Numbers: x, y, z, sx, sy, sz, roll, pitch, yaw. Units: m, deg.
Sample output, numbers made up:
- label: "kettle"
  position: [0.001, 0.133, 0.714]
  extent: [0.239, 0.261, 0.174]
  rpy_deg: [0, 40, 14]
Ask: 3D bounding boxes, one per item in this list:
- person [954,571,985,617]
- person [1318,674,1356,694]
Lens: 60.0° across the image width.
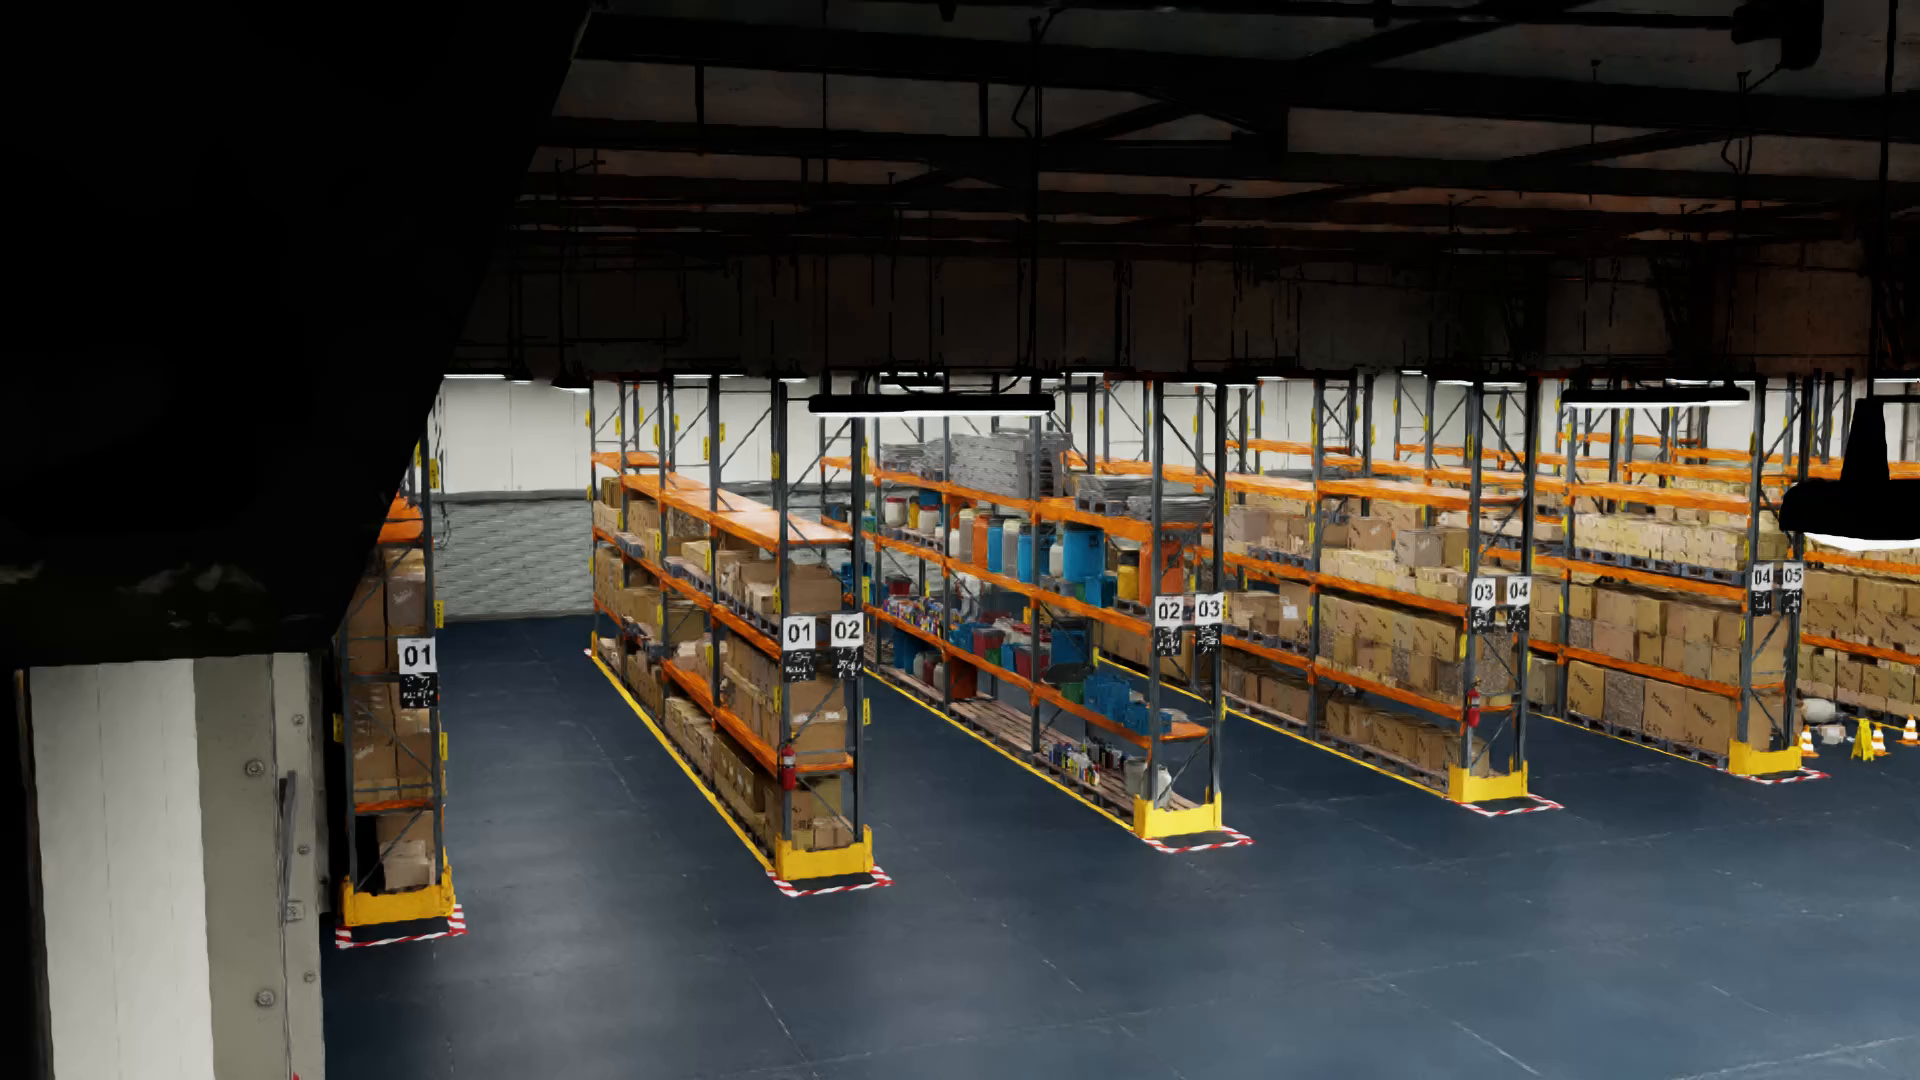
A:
- label: "person"
  position: [0.233, 1.255, 37.946]
  extent: [0.719, 1.714, 0.578]
  rpy_deg: [-3, 7, -22]
- label: "person"
  position: [6.955, 2.002, 31.029]
  extent: [0.580, 1.715, 1.103]
  rpy_deg: [-3, 7, -28]
